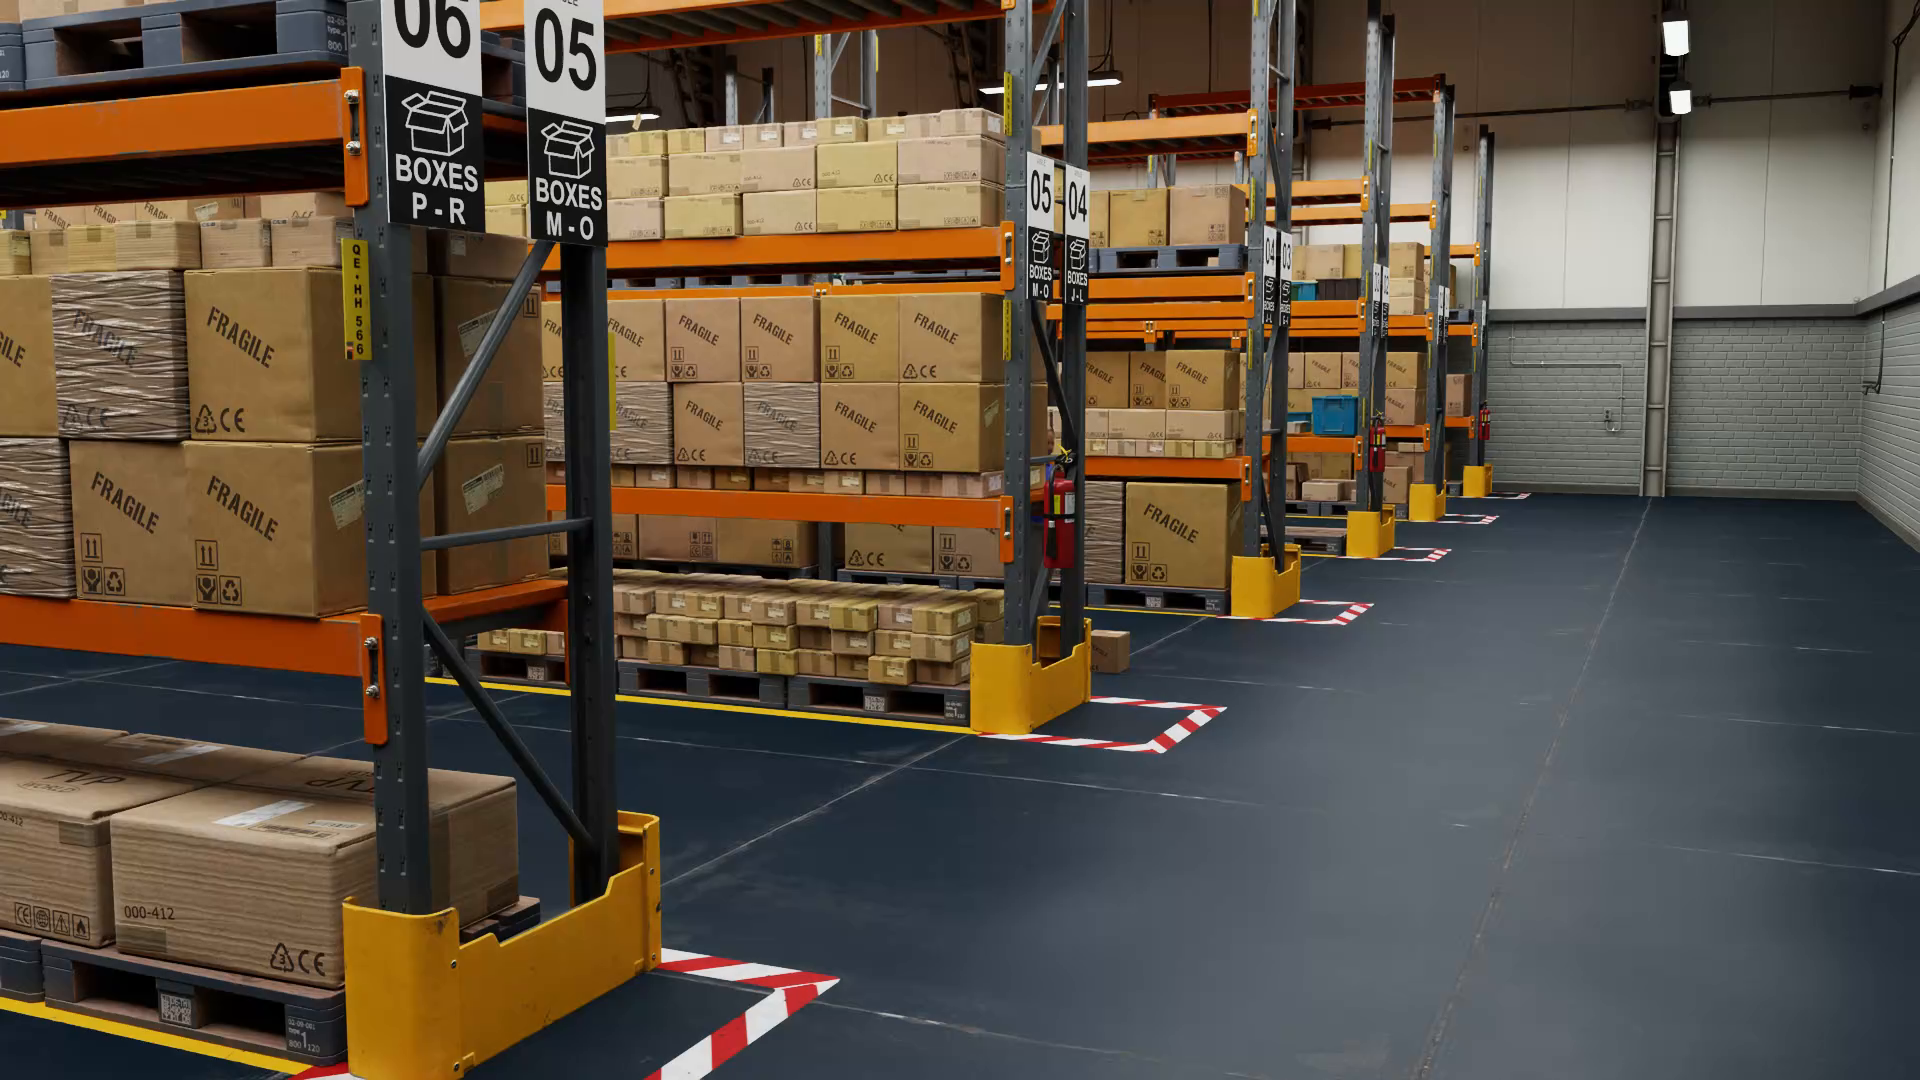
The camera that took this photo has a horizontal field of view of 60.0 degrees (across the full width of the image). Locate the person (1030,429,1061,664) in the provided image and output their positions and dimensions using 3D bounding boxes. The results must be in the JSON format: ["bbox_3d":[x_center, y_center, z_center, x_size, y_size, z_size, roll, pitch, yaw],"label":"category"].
[{"bbox_3d":[0.553,0.042,11.405,0.533,1.675,0.472,4,7,33],"label":"person"}]
